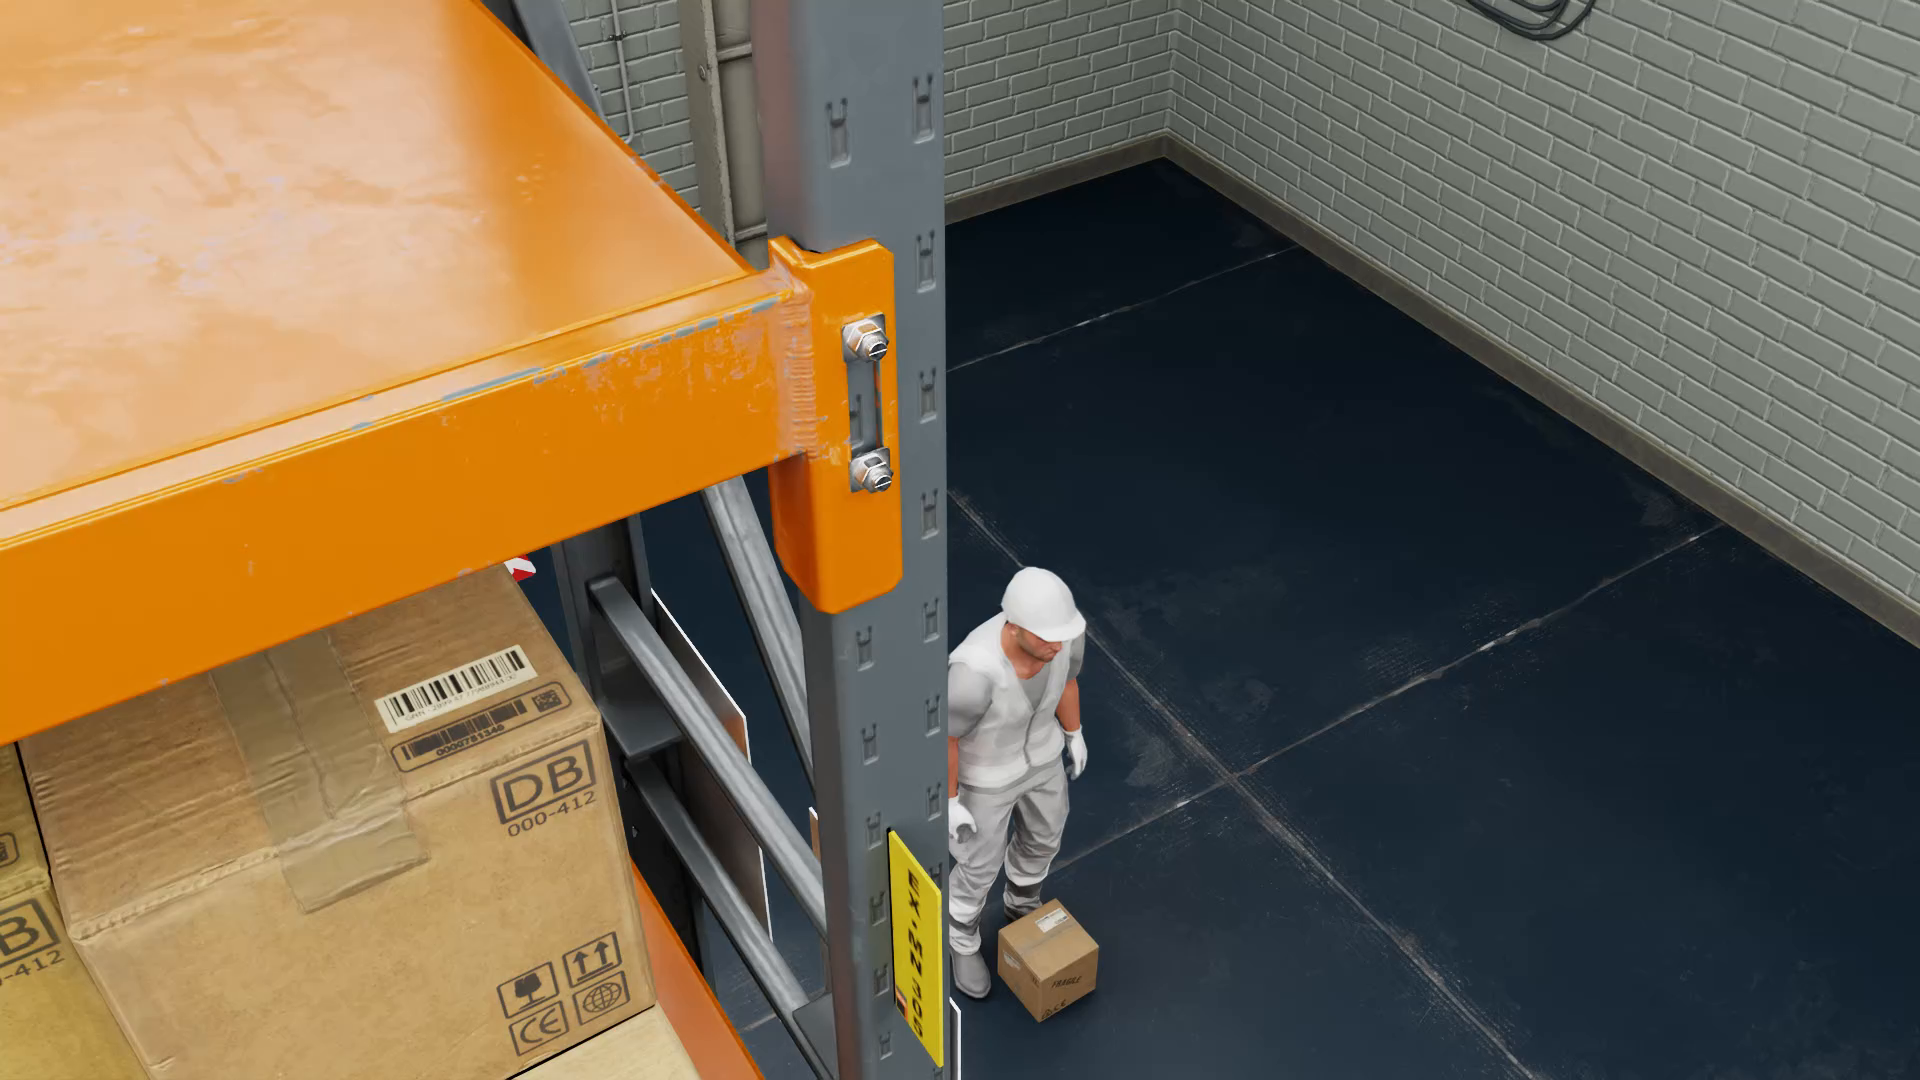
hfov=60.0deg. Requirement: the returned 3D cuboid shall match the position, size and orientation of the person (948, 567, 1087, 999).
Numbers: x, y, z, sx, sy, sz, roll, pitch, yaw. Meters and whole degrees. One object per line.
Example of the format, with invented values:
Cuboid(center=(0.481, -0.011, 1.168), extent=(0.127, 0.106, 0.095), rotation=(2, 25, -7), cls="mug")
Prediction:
Cuboid(center=(0.177, 0.762, 5.450), extent=(0.609, 1.777, 0.453), rotation=(-25, 46, -26), cls="person")
